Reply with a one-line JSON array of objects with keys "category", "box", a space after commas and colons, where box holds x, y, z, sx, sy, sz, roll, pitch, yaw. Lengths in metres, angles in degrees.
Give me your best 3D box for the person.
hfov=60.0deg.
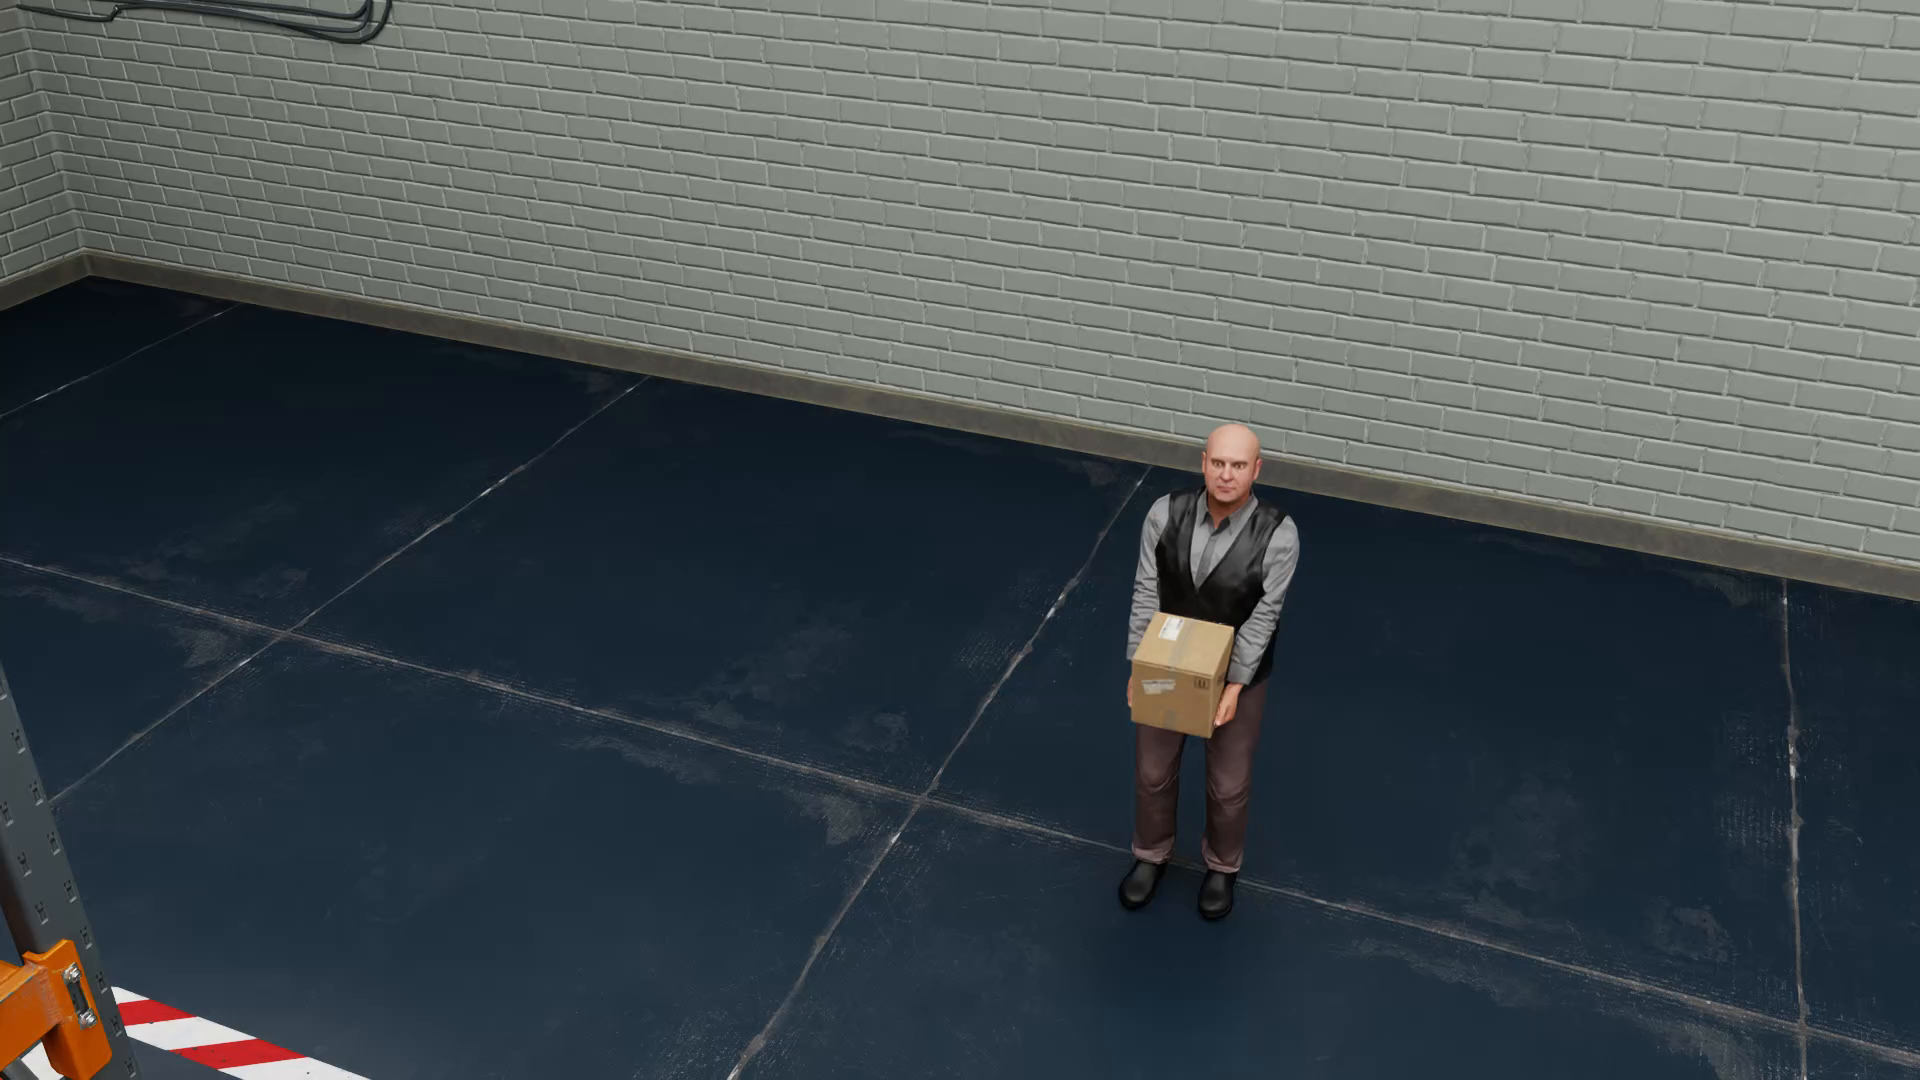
[{"category": "person", "box": [0.766, 0.473, 5.322, 0.496, 1.714, 0.550, 11, 31, 19]}]
